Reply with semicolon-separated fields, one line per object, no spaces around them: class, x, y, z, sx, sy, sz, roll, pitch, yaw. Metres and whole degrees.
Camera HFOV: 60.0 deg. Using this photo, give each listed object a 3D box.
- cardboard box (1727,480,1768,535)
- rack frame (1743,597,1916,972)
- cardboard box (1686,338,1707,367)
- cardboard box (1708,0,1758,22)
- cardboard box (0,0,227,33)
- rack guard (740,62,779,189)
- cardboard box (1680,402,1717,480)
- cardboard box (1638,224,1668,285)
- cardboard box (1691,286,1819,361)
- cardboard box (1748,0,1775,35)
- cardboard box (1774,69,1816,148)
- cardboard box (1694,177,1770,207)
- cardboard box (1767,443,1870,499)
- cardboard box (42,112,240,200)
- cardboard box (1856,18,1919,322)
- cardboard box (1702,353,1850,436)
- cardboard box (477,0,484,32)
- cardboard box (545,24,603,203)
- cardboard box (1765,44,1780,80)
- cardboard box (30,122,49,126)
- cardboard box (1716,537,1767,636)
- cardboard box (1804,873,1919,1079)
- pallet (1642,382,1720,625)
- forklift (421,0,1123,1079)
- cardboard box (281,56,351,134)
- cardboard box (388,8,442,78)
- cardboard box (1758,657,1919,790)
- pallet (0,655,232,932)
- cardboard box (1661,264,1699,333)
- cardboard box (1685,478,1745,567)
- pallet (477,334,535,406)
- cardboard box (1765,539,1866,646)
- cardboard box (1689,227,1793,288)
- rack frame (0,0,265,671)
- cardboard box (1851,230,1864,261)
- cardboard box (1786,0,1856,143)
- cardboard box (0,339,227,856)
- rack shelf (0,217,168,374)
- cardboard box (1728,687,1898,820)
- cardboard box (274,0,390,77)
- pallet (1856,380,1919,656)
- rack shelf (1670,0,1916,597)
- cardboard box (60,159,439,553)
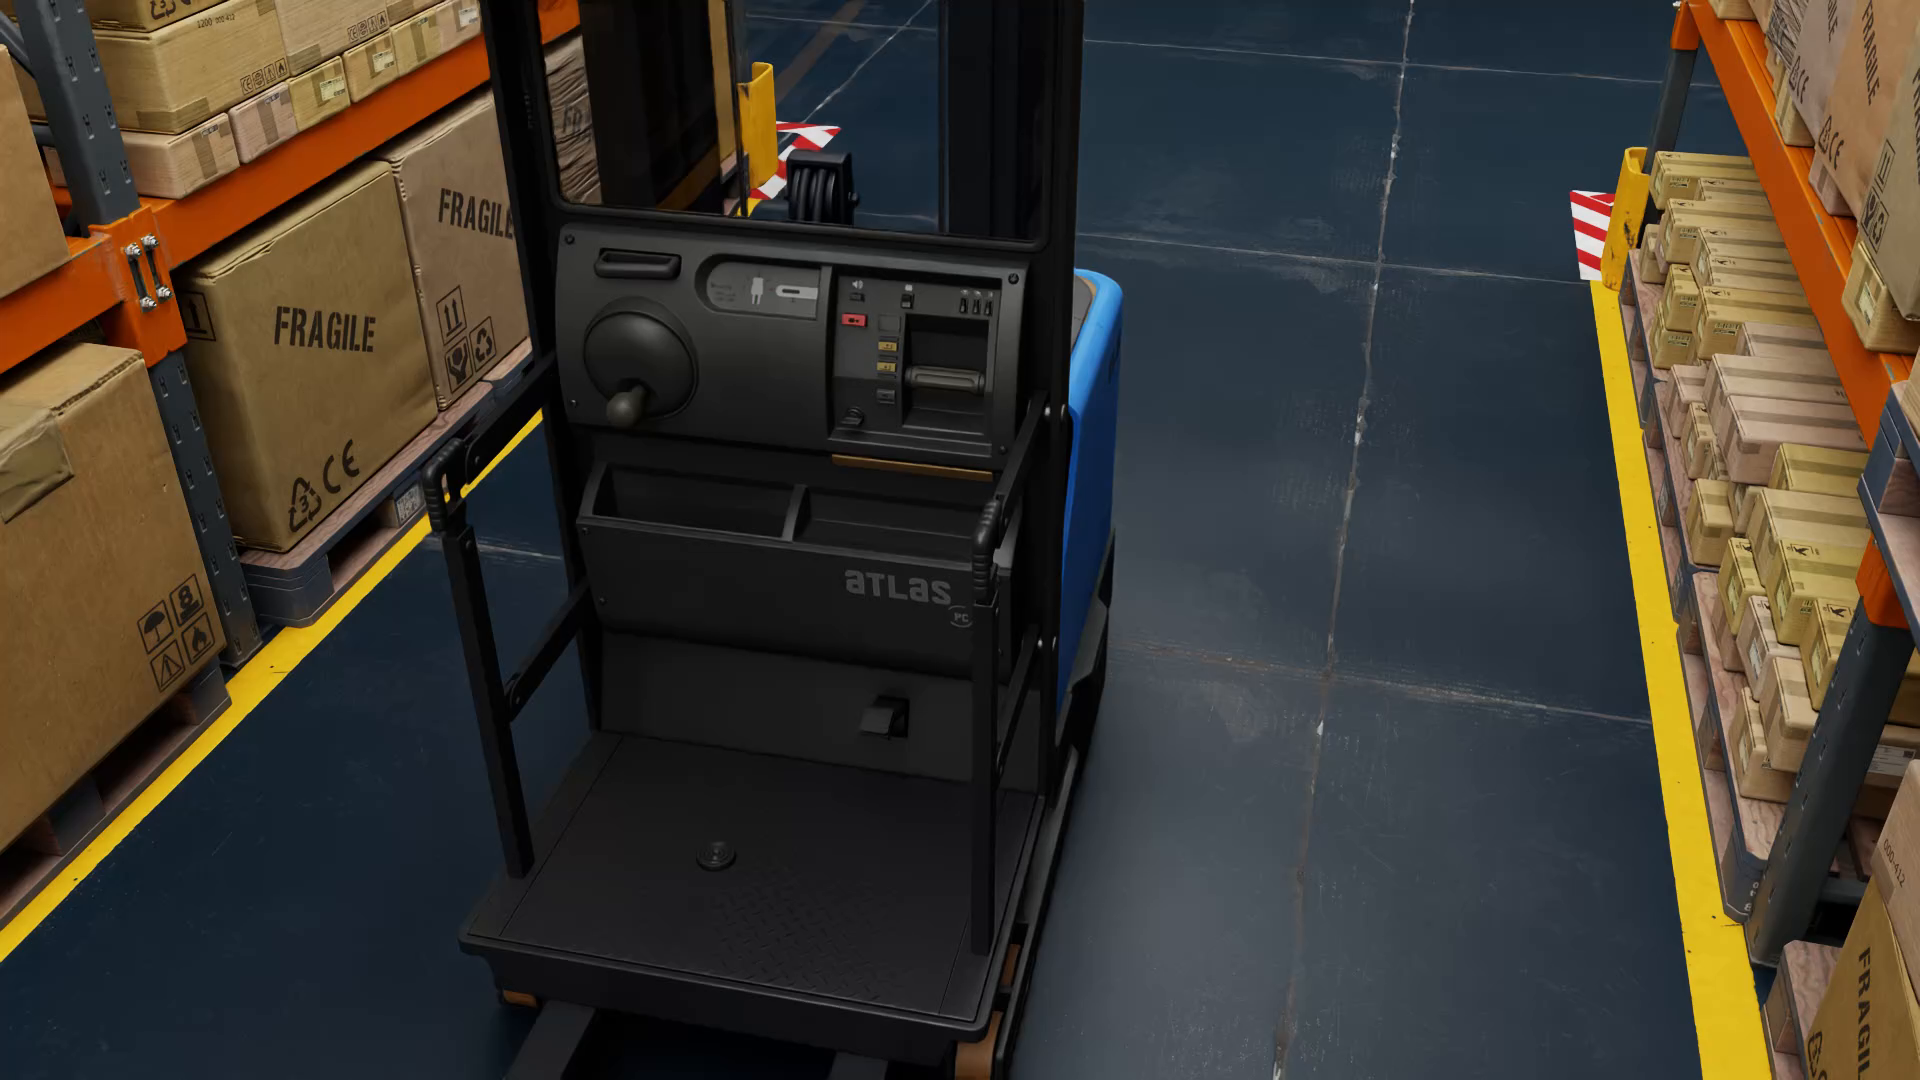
cardboard box;2.361;-0.112;4.619;0.380;0.149;0.250;9;33;14
rack frame;2.276;-0.271;2.880;1.000;3.000;0.127;8;33;12
cardboard box;2.662;-0.552;5.589;0.380;0.149;0.250;8;33;12
cardboard box;2.748;-1.847;5.593;0.380;0.149;0.250;7;33;11
cardboard box;-2.127;-1.591;4.120;0.500;0.500;0.500;8;33;12
rack guard;-1.474;-2.032;7.980;1.175;0.500;0.348;8;33;12
cardboard box;2.469;-0.288;5.172;0.380;0.149;0.250;8;33;12
cardboard box;2.849;-1.092;6.438;0.380;0.149;0.250;9;33;13
cardboard box;2.515;-0.660;5.204;0.380;0.149;0.250;9;33;13
cardboard box;2.663;-1.785;4.891;0.500;0.500;0.500;8;33;13
cardboard box;2.450;-1.166;4.522;0.380;0.149;0.250;9;33;13
cardboard box;2.876;-1.186;6.032;0.380;0.149;0.250;9;33;13
cardboard box;2.339;-0.108;4.335;0.380;0.149;0.250;9;34;14
cardboard box;-2.099;-1.001;4.262;0.380;0.149;0.250;8;33;12
cardboard box;2.126;-0.728;3.228;0.500;0.500;0.500;8;33;12
cardboard box;2.375;-0.403;4.799;0.380;0.149;0.250;7;33;11
cardboard box;-1.705;-1.810;5.535;0.380;0.149;0.250;7;33;11
cardboard box;-1.797;-1.539;6.465;0.875;0.875;0.875;8;33;12
cardboard box;2.632;-1.432;4.941;0.380;0.149;0.250;7;33;11
cardboard box;-2.670;-1.229;4.621;0.380;0.149;0.250;9;33;13
cardboard box;2.156;0.139;4.223;0.380;0.149;0.250;7;33;11
cardboard box;1.832;0.954;2.891;0.500;0.500;0.500;9;34;14
pallet;2.720;-0.082;5.183;1.003;0.211;1.213;8;33;12
forklift;-0.381;-0.322;3.025;1.130;2.935;3.031;7;33;11
cardboard box;-1.966;-1.274;4.692;0.380;0.149;0.250;9;34;14
cardboard box;-1.836;-1.543;5.116;0.380;0.149;0.250;8;33;12
cardboard box;2.049;0.423;3.777;0.380;0.149;0.250;9;33;13
pallet;-2.619;0.589;4.127;1.003;0.211;1.213;8;33;12
cardboard box;2.639;-0.817;5.728;0.380;0.149;0.250;9;34;14
cardboard box;2.309;-0.032;4.770;0.380;0.149;0.250;8;33;12
pallet;-1.919;-0.841;6.375;1.003;0.211;1.213;8;33;12
cardboard box;2.141;0.146;3.935;0.380;0.149;0.250;8;33;13
cardboard box;2.705;-0.933;5.633;0.380;0.149;0.250;6;33;10
rack frame;-2.496;-0.998;4.024;1.000;3.000;0.127;8;33;12
cardboard box;2.208;-0.624;3.669;0.380;0.149;0.250;9;34;14
cardboard box;2.386;-1.255;4.058;0.500;0.500;0.500;8;33;12
cardboard box;-2.639;0.056;3.955;1.225;0.875;0.875;8;33;13
rack shelf;-3.003;0.343;2.585;1.077;0.370;4.000;8;33;12
cardboard box;2.046;0.505;3.925;0.380;0.149;0.250;8;33;13
cardboard box;-1.992;-1.526;4.717;0.500;0.250;0.500;8;33;12
pallet;1.942;0.187;2.338;1.003;0.211;1.213;8;33;12
rack shelf;2.784;-1.005;4.705;1.077;0.370;4.000;8;33;12
cardboard box;-2.251;-0.610;5.003;0.875;0.875;0.875;8;33;12
